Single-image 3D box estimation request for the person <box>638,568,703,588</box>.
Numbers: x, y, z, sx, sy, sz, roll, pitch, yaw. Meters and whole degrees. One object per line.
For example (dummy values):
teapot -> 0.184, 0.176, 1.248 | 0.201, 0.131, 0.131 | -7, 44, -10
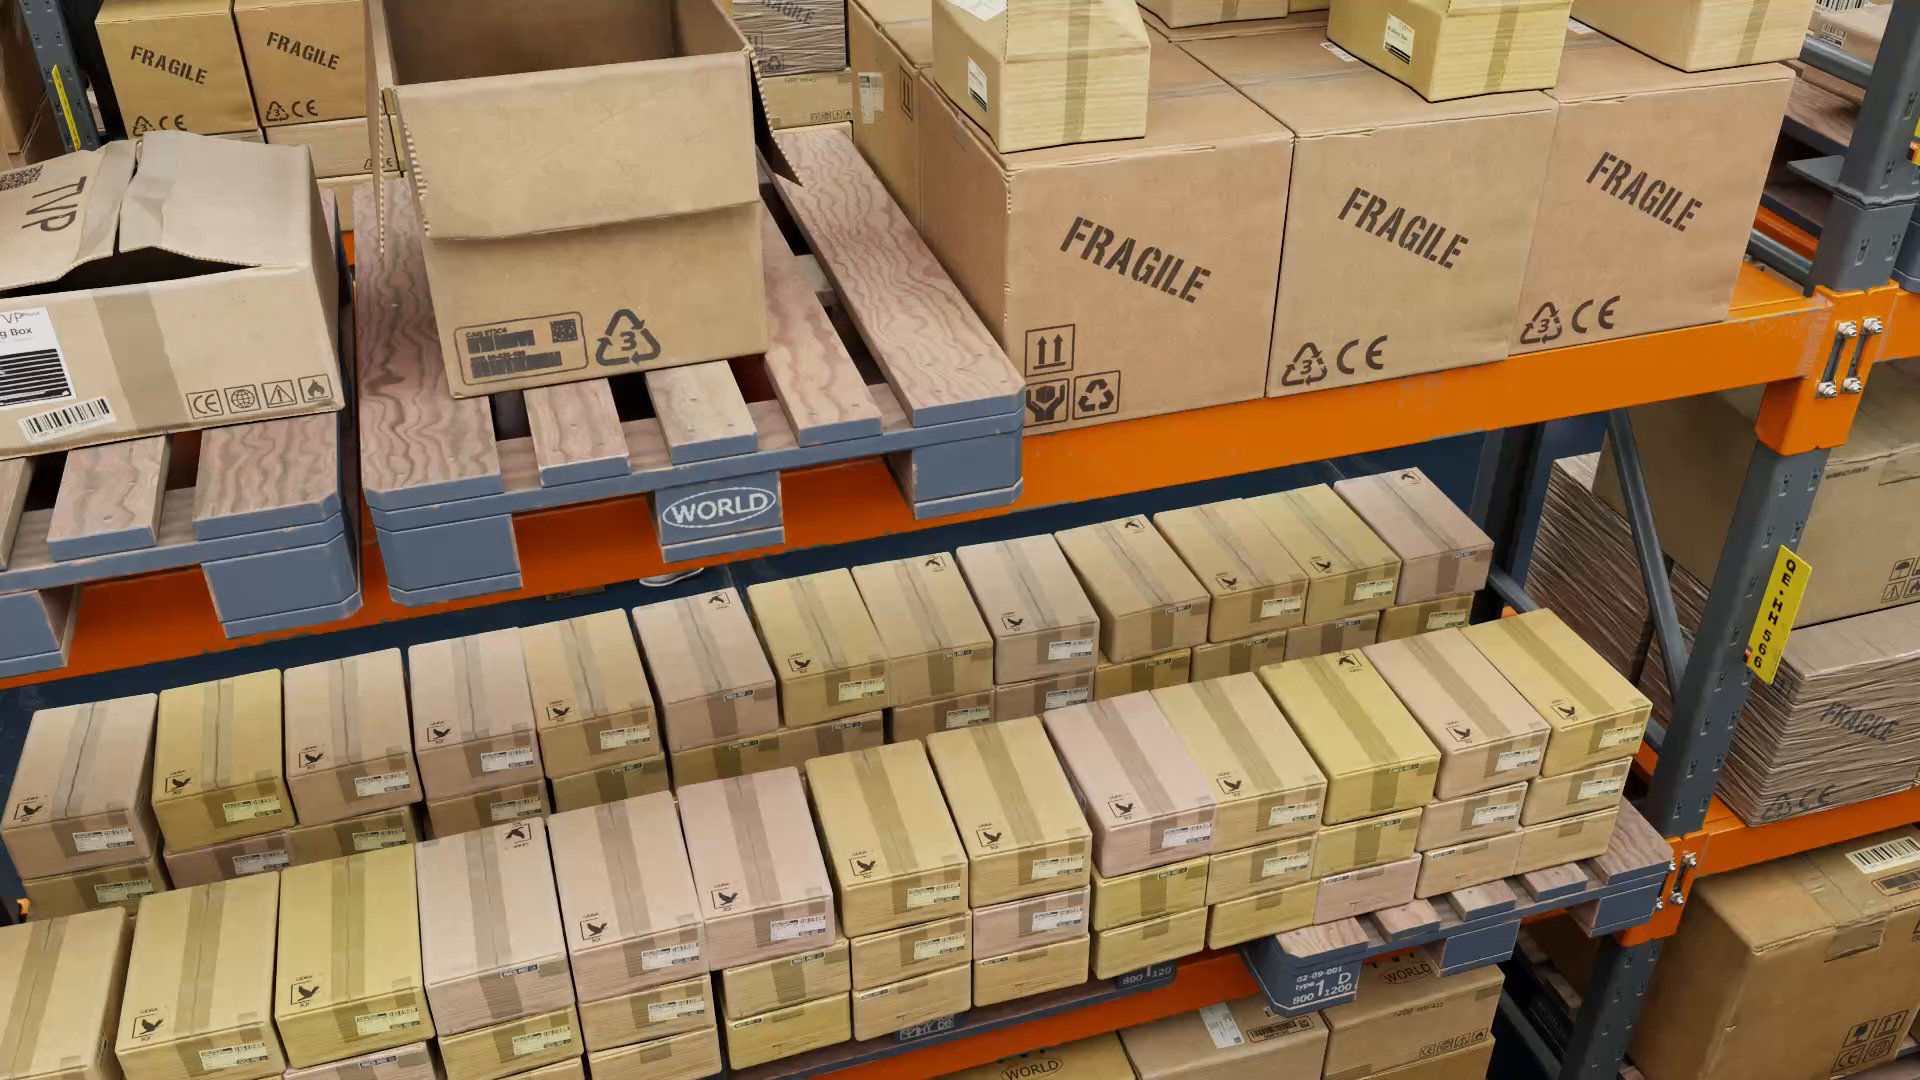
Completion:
person -> -1.308, -0.535, 6.996 | 0.485, 1.603, 0.508 | -9, 35, -13
